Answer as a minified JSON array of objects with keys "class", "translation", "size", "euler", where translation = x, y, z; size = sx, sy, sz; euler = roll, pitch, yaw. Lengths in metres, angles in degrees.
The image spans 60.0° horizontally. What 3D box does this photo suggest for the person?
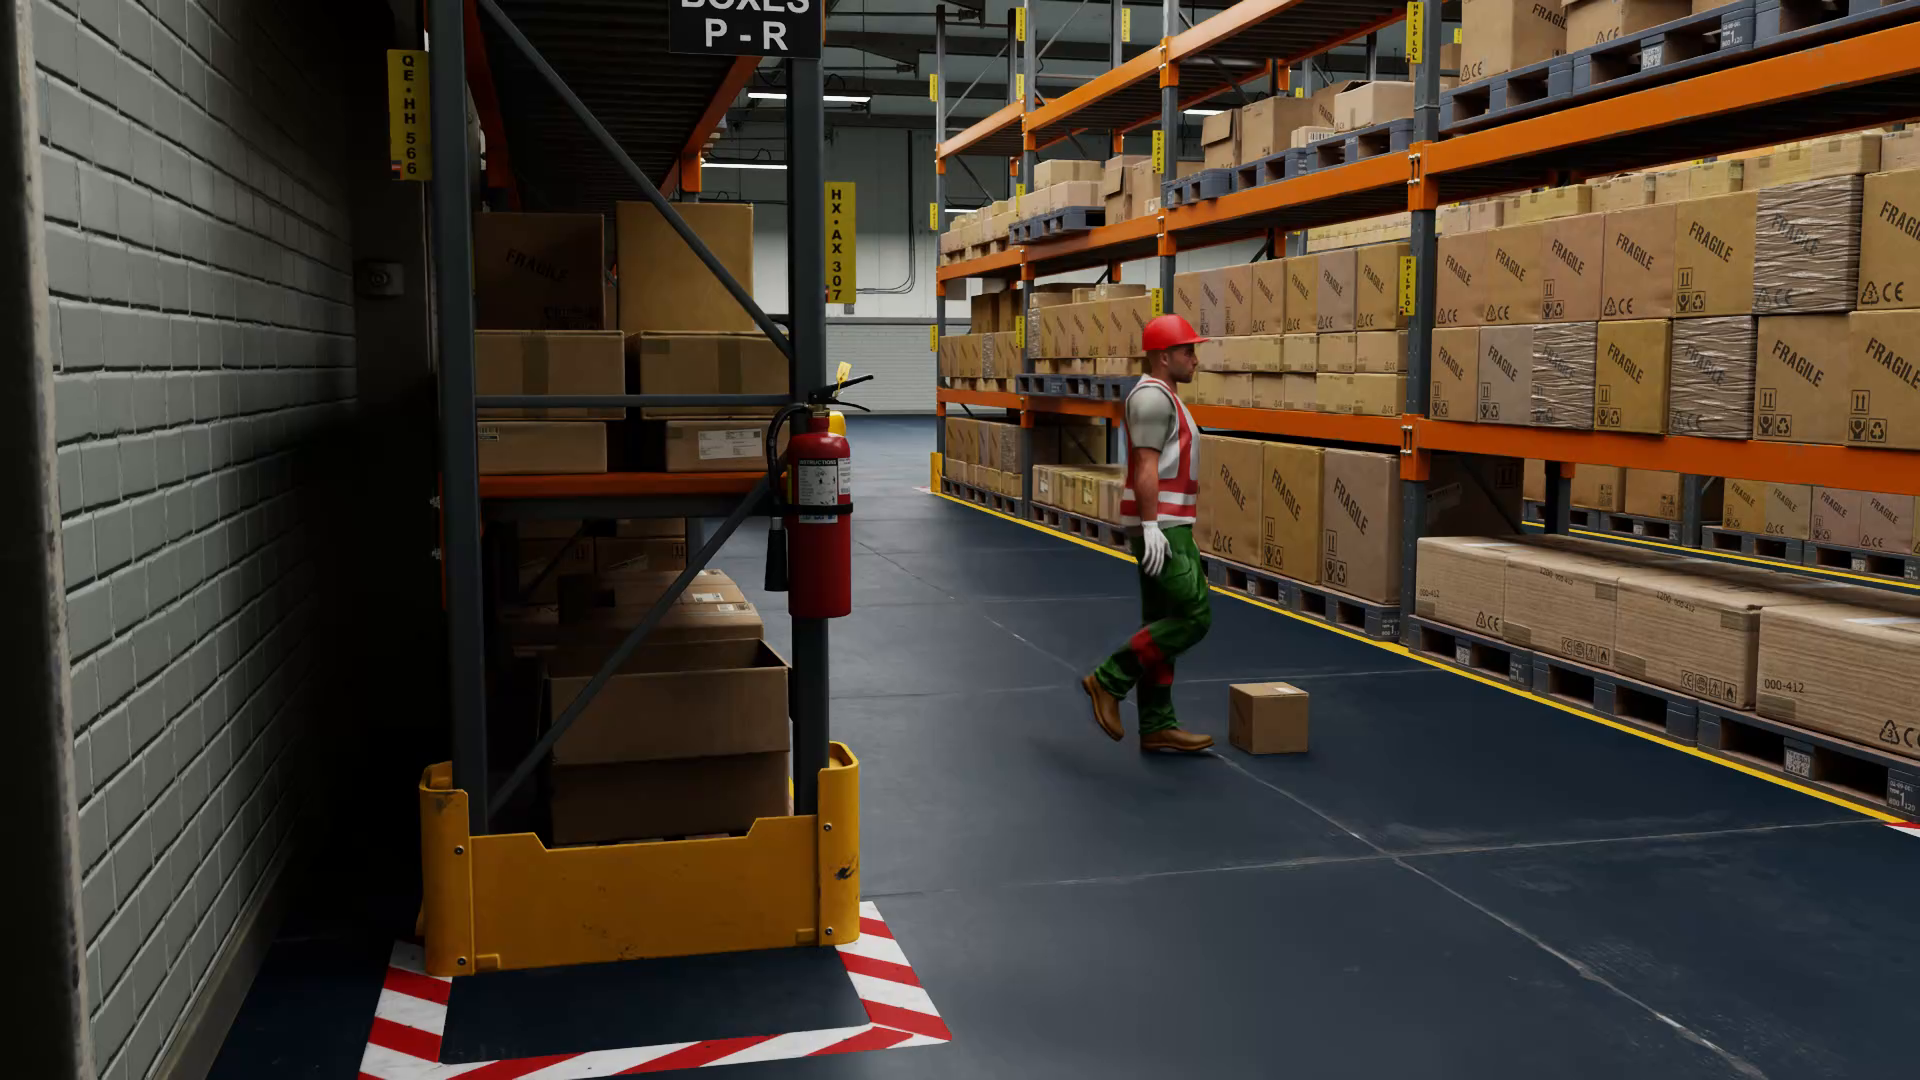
[{"class":"person","translation":[0.789,-0.027,6.840],"size":[0.532,1.788,0.610],"euler":[1,6,10]}]
